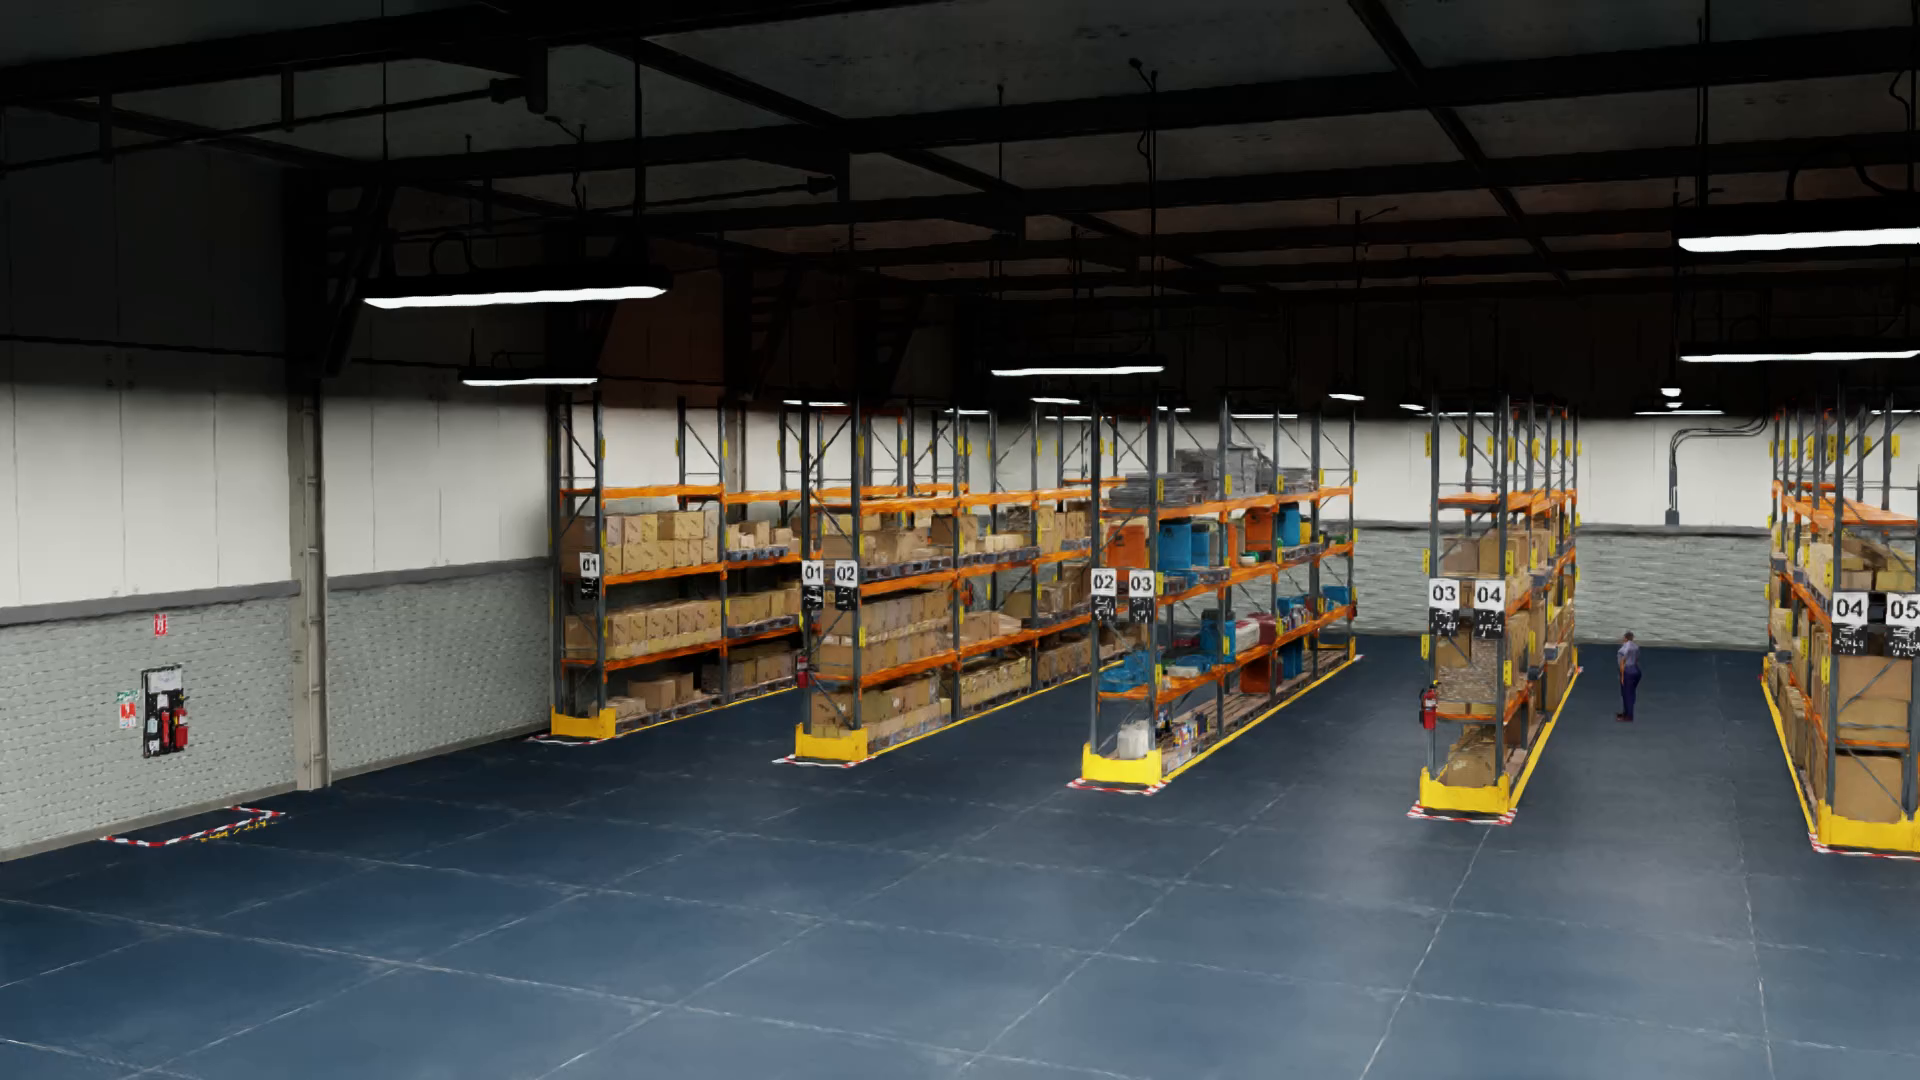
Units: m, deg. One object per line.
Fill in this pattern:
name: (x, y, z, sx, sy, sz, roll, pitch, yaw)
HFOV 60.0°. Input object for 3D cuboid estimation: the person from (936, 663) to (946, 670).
person: (-0.338, 2.216, 35.048, 0.431, 1.677, 0.499, 0, 3, -8)

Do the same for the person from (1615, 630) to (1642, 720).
person: (12.273, 2.479, 30.630, 0.523, 1.652, 0.471, -2, 4, -37)
